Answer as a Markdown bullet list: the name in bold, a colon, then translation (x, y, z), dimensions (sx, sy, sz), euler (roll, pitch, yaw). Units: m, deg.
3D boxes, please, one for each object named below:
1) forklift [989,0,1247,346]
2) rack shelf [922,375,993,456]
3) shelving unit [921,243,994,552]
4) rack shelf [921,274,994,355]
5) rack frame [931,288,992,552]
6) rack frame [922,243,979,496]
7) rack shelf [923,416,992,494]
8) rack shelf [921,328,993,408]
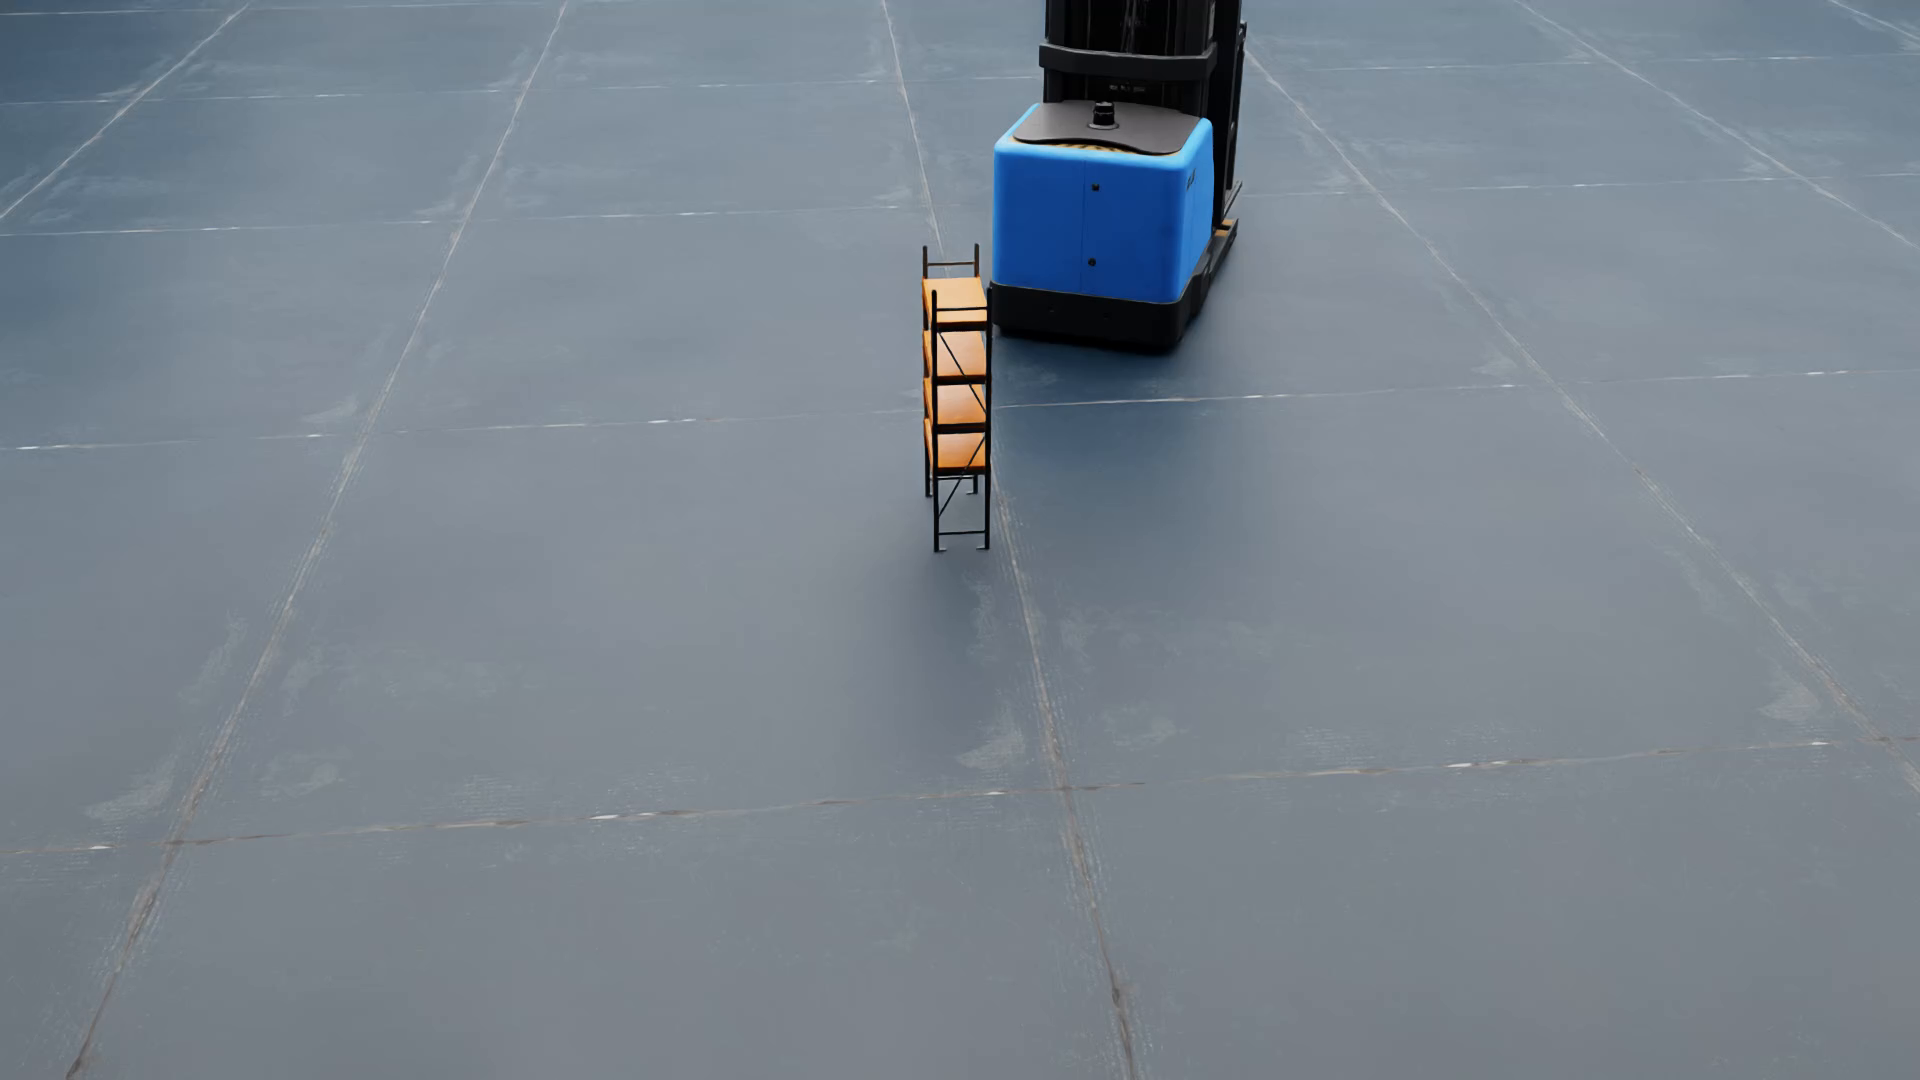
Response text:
- **forklift**: translation (1.089, -3.034, 9.472), dimensions (1.130, 2.935, 3.031), euler (9, 32, 15)
- **rack shelf**: translation (-0.015, -0.542, 7.118), dimensions (0.258, 0.148, 0.480), euler (-3, 31, -5)
- **shelving unit**: translation (-0.015, -0.600, 7.084), dimensions (0.258, 1.200, 0.503), euler (-3, 31, -5)
- **rack shelf**: translation (-0.015, -0.937, 6.882), dimensions (0.258, 0.148, 0.480), euler (-3, 31, -5)
- **rack frame**: translation (0.007, -0.475, 6.875), dimensions (0.240, 1.200, 0.015), euler (-3, 31, -5)
- **rack frame**: translation (-0.038, -0.724, 7.292), dimensions (0.240, 1.200, 0.015), euler (-3, 31, -5)
- **rack shelf**: translation (-0.015, -0.371, 7.220), dimensions (0.258, 0.148, 0.480), euler (-3, 31, -5)
- **rack shelf**: translation (-0.015, -0.734, 7.004), dimensions (0.258, 0.148, 0.480), euler (-3, 31, -5)
